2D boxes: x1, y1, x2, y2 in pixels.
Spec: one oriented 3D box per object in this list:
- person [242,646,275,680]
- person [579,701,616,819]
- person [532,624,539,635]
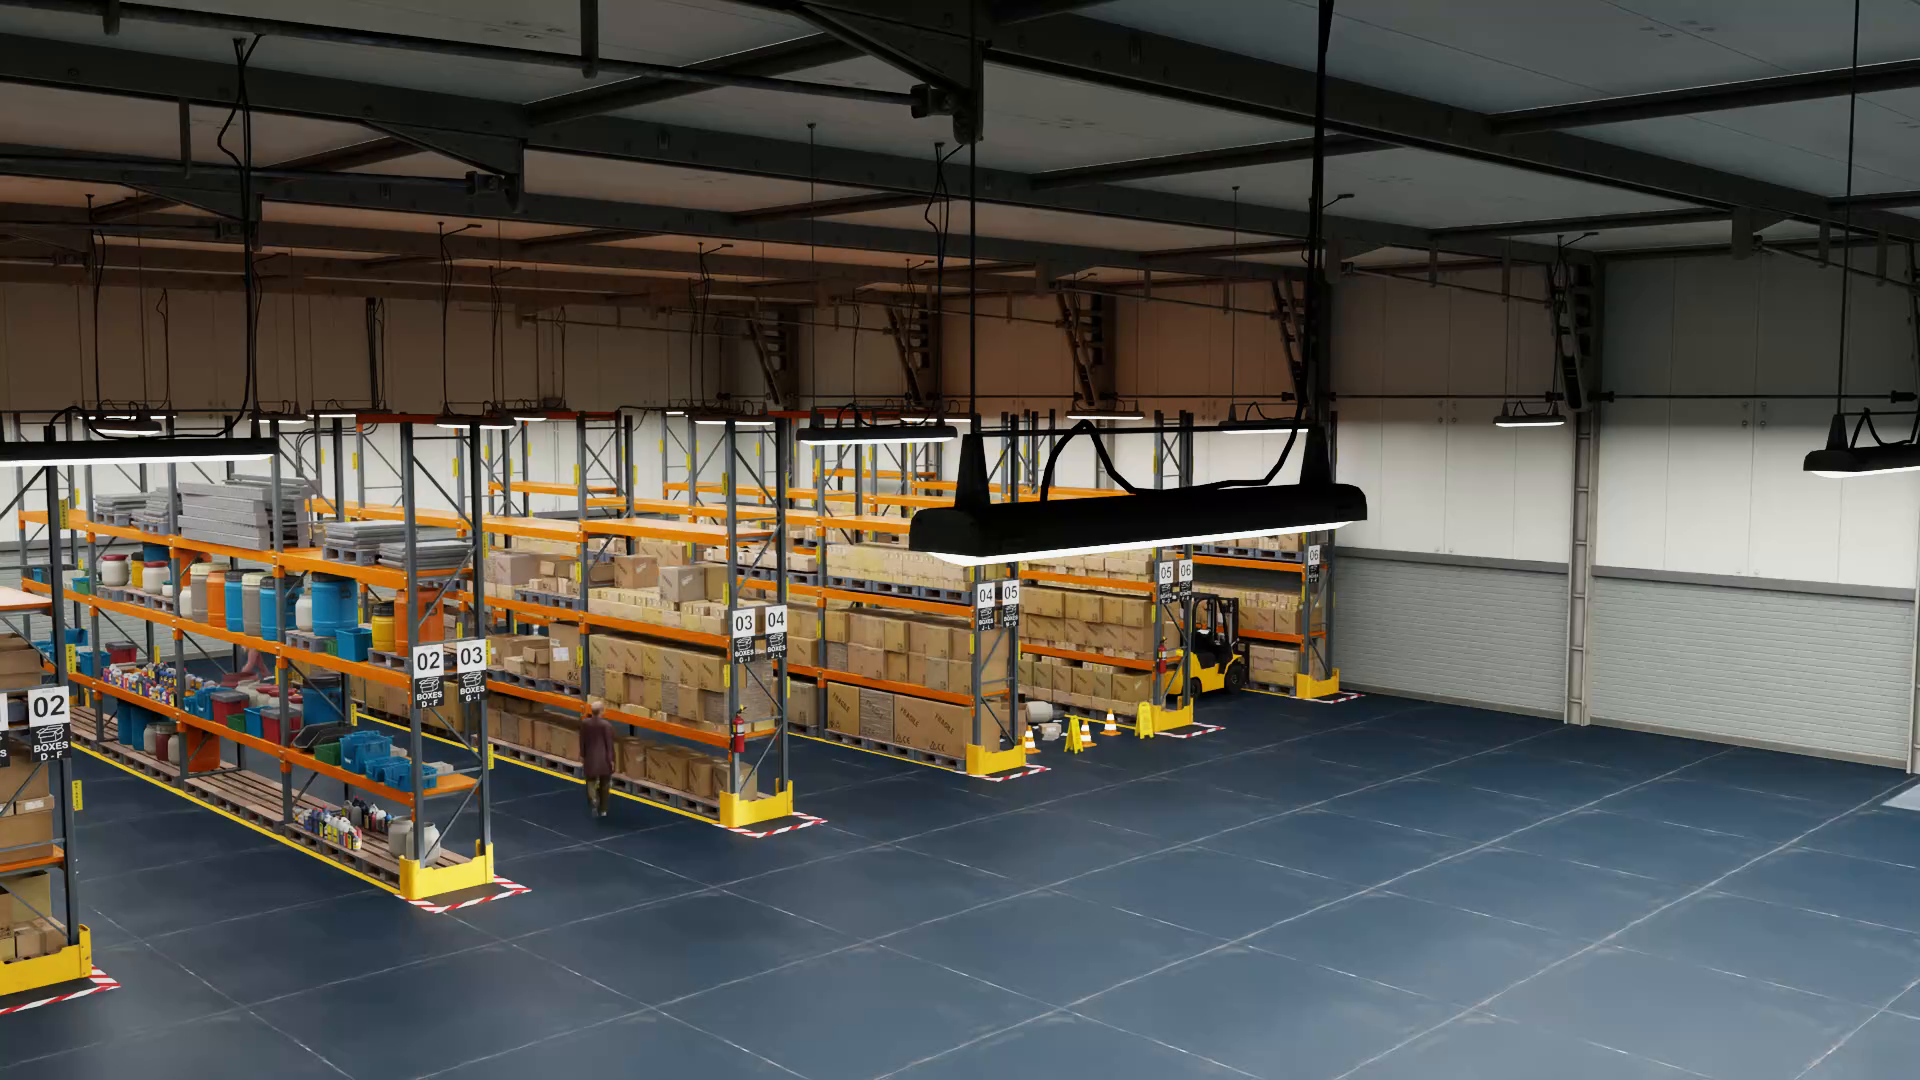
[{"bbox_3d":[-15.458,2.333,36.524,0.546,1.597,1.038,3,6,35],"label":"person"},{"bbox_3d":[-5.415,3.281,24.833,0.536,1.764,0.778,-1,5,-10],"label":"person"},{"bbox_3d":[-10.957,1.683,43.522,0.665,1.743,0.988,1,5,15],"label":"person"}]
